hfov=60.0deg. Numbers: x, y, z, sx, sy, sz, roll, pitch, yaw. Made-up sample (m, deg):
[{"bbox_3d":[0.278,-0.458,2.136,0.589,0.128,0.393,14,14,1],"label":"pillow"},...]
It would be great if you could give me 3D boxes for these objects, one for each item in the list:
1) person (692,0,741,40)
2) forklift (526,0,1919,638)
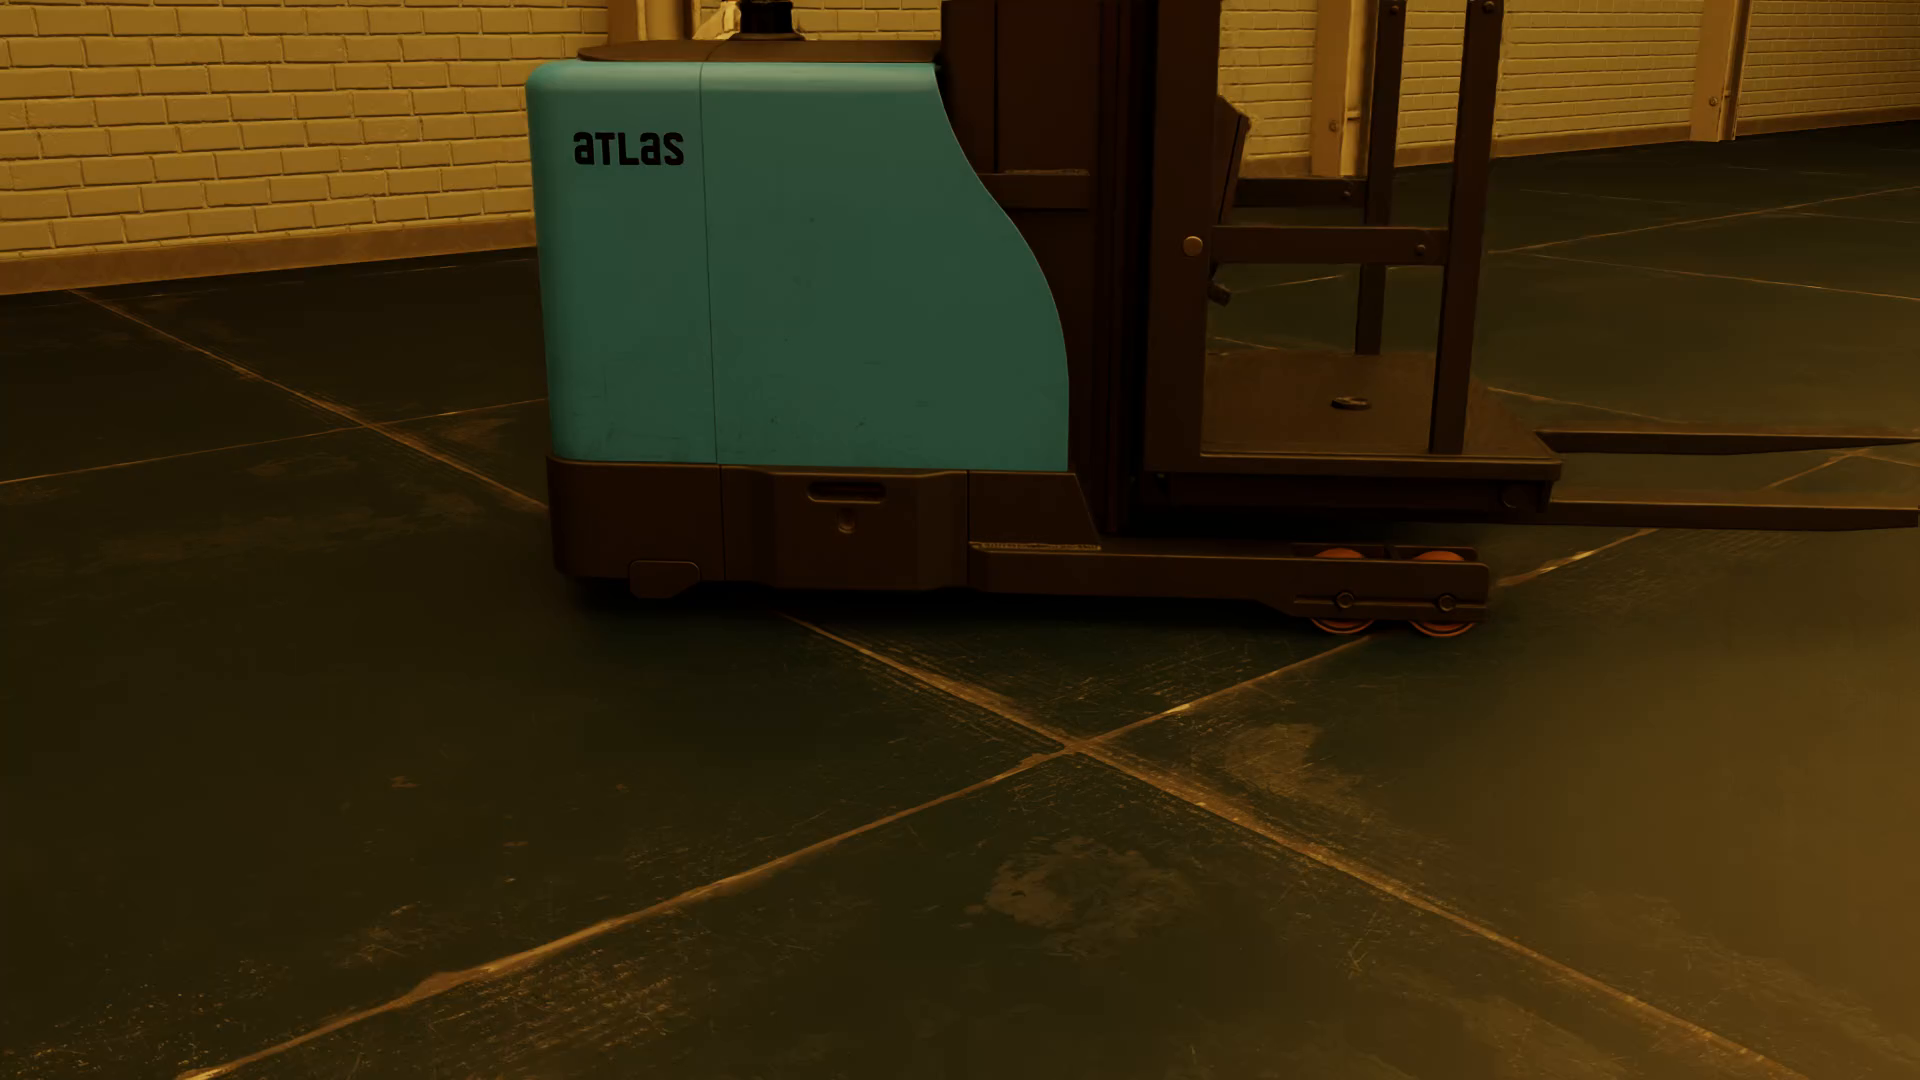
[{"bbox_3d":[-0.727,-1.325,5.794,0.850,1.465,0.716,12,21,33],"label":"person"},{"bbox_3d":[0.703,-1.375,3.333,3.031,2.935,1.130,1,17,4],"label":"forklift"}]
